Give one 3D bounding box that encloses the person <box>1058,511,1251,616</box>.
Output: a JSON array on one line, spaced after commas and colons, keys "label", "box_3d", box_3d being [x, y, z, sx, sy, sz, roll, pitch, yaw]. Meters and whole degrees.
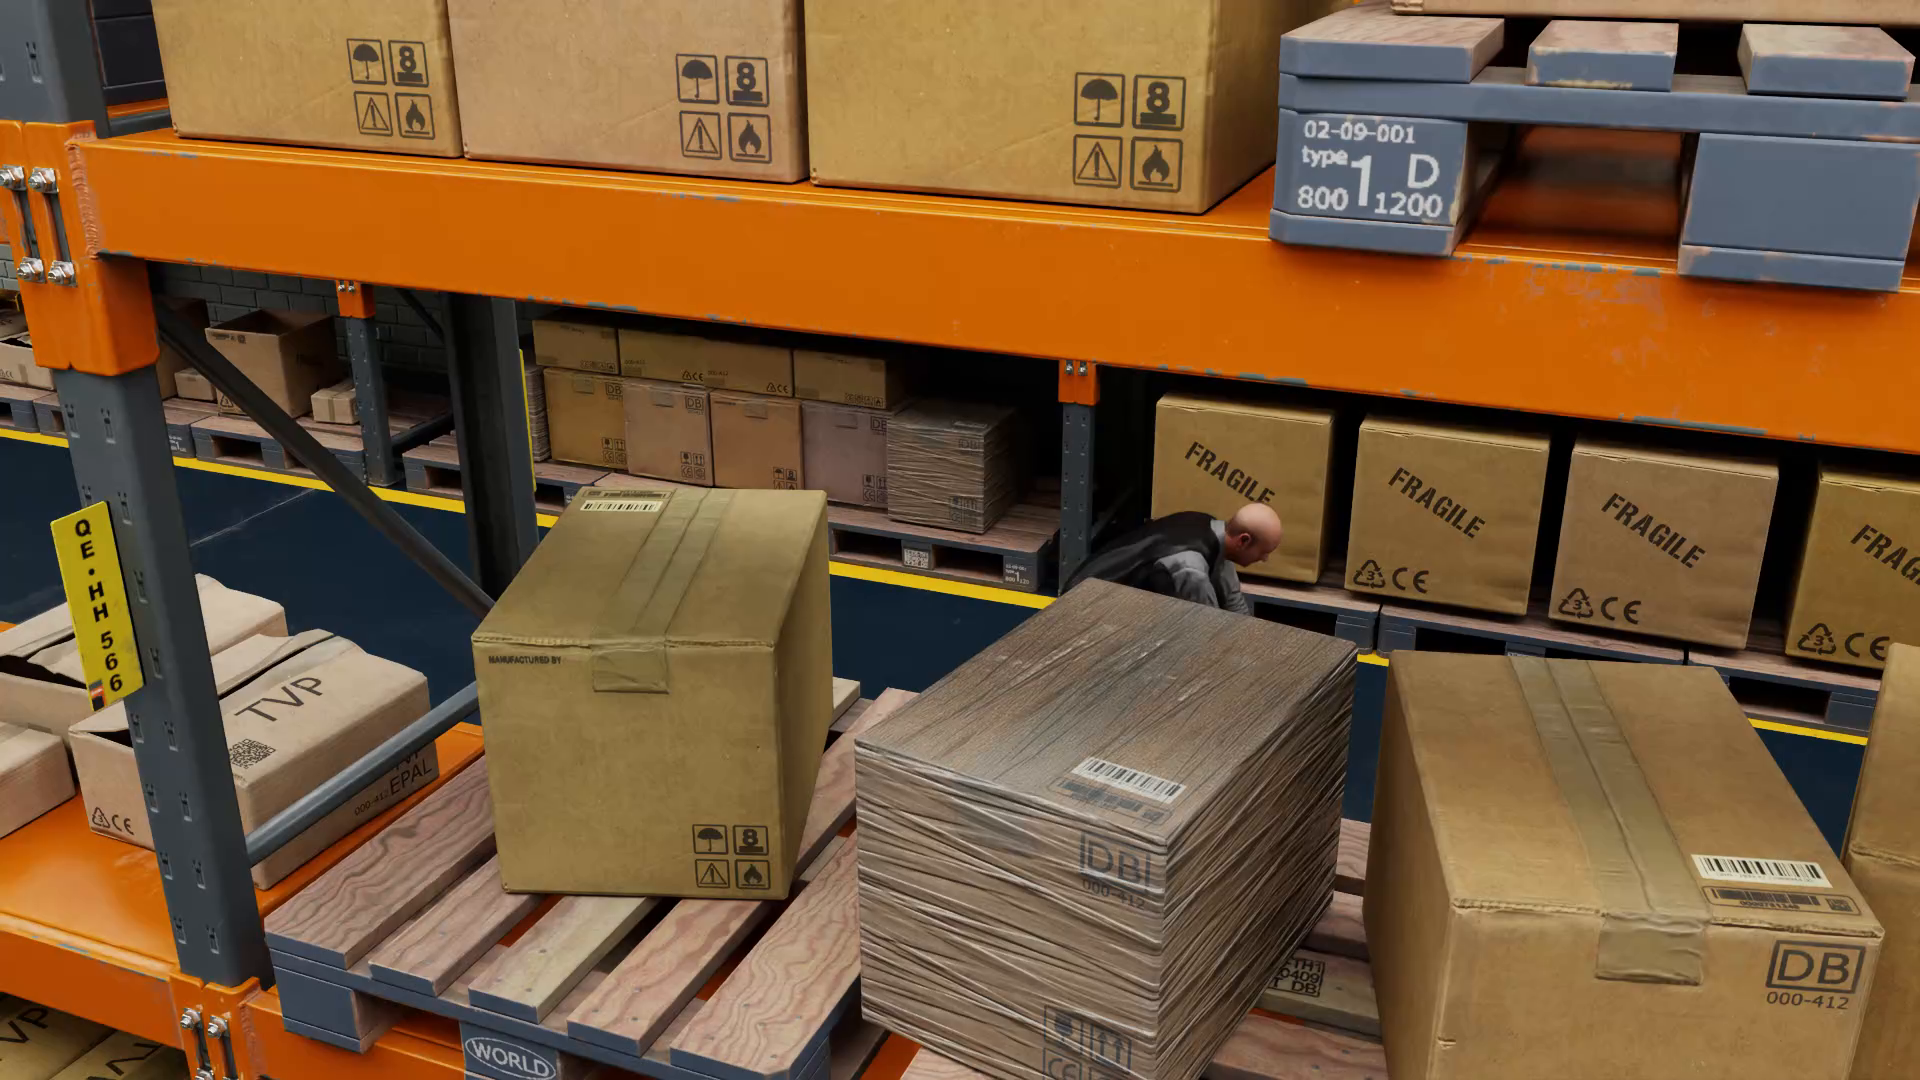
[{"label": "person", "box_3d": [0.764, 0.298, 6.439, 0.767, 0.842, 0.517, 8, 23, 18]}]
